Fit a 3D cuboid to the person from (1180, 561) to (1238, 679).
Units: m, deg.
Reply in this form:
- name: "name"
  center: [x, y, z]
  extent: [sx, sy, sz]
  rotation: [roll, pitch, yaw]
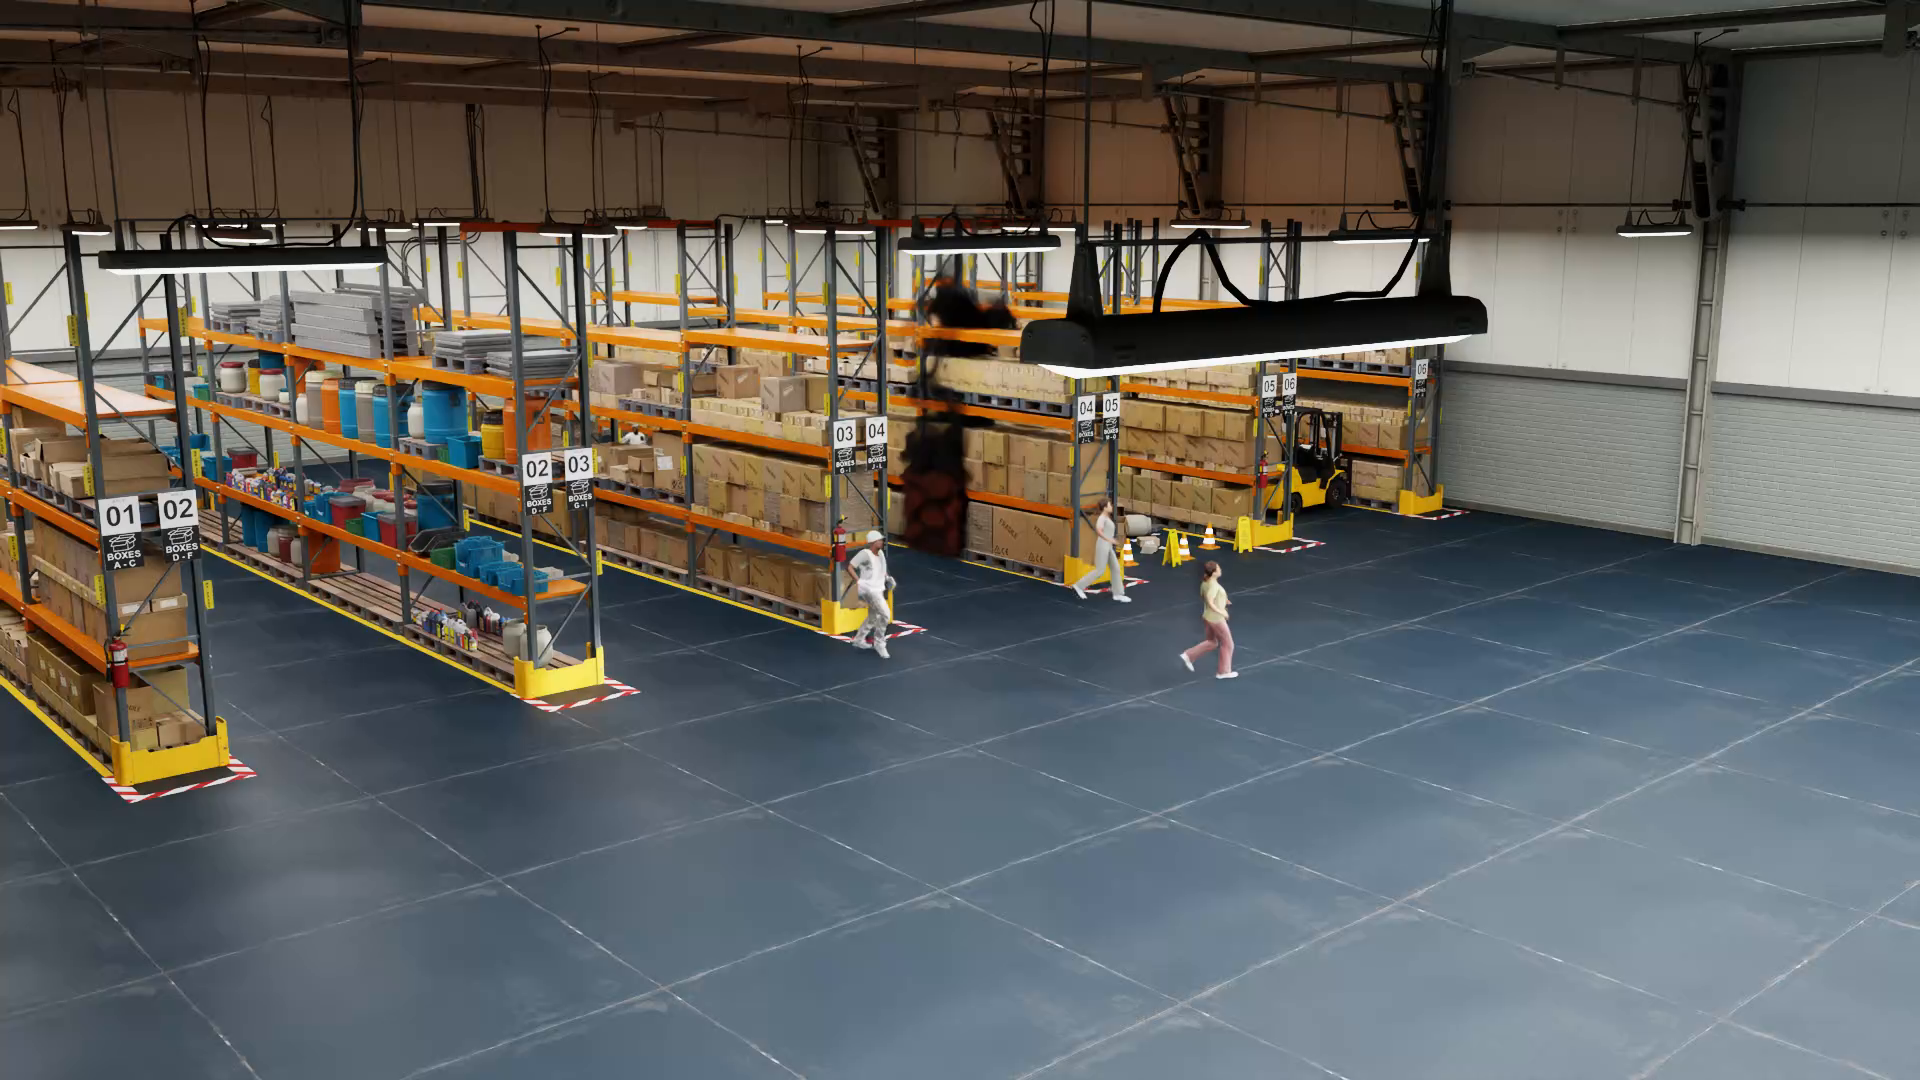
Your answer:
- name: "person"
  center: [3.382, 1.080, 22.376]
  extent: [0.802, 1.635, 0.589]
  rotation: [-2, 12, -12]

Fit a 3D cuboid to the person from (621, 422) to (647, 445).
- name: "person"
  center: [-7.065, -1.757, 36.380]
  extent: [0.548, 1.728, 0.693]
  rotation: [-10, 15, -41]

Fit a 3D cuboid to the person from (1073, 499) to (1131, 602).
- name: "person"
  center: [2.352, 0.146, 26.915]
  extent: [0.954, 1.634, 0.635]
  rotation: [3, 12, 17]

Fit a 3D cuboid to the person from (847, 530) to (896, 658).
- name: "person"
  center: [-1.241, 0.758, 23.693]
  extent: [0.688, 1.804, 0.693]
  rotation: [5, 12, 23]

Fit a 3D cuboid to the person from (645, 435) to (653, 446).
- name: "person"
  center: [-7.557, -2.767, 41.374]
  extent: [0.698, 1.759, 0.733]
  rotation: [5, 13, 24]
